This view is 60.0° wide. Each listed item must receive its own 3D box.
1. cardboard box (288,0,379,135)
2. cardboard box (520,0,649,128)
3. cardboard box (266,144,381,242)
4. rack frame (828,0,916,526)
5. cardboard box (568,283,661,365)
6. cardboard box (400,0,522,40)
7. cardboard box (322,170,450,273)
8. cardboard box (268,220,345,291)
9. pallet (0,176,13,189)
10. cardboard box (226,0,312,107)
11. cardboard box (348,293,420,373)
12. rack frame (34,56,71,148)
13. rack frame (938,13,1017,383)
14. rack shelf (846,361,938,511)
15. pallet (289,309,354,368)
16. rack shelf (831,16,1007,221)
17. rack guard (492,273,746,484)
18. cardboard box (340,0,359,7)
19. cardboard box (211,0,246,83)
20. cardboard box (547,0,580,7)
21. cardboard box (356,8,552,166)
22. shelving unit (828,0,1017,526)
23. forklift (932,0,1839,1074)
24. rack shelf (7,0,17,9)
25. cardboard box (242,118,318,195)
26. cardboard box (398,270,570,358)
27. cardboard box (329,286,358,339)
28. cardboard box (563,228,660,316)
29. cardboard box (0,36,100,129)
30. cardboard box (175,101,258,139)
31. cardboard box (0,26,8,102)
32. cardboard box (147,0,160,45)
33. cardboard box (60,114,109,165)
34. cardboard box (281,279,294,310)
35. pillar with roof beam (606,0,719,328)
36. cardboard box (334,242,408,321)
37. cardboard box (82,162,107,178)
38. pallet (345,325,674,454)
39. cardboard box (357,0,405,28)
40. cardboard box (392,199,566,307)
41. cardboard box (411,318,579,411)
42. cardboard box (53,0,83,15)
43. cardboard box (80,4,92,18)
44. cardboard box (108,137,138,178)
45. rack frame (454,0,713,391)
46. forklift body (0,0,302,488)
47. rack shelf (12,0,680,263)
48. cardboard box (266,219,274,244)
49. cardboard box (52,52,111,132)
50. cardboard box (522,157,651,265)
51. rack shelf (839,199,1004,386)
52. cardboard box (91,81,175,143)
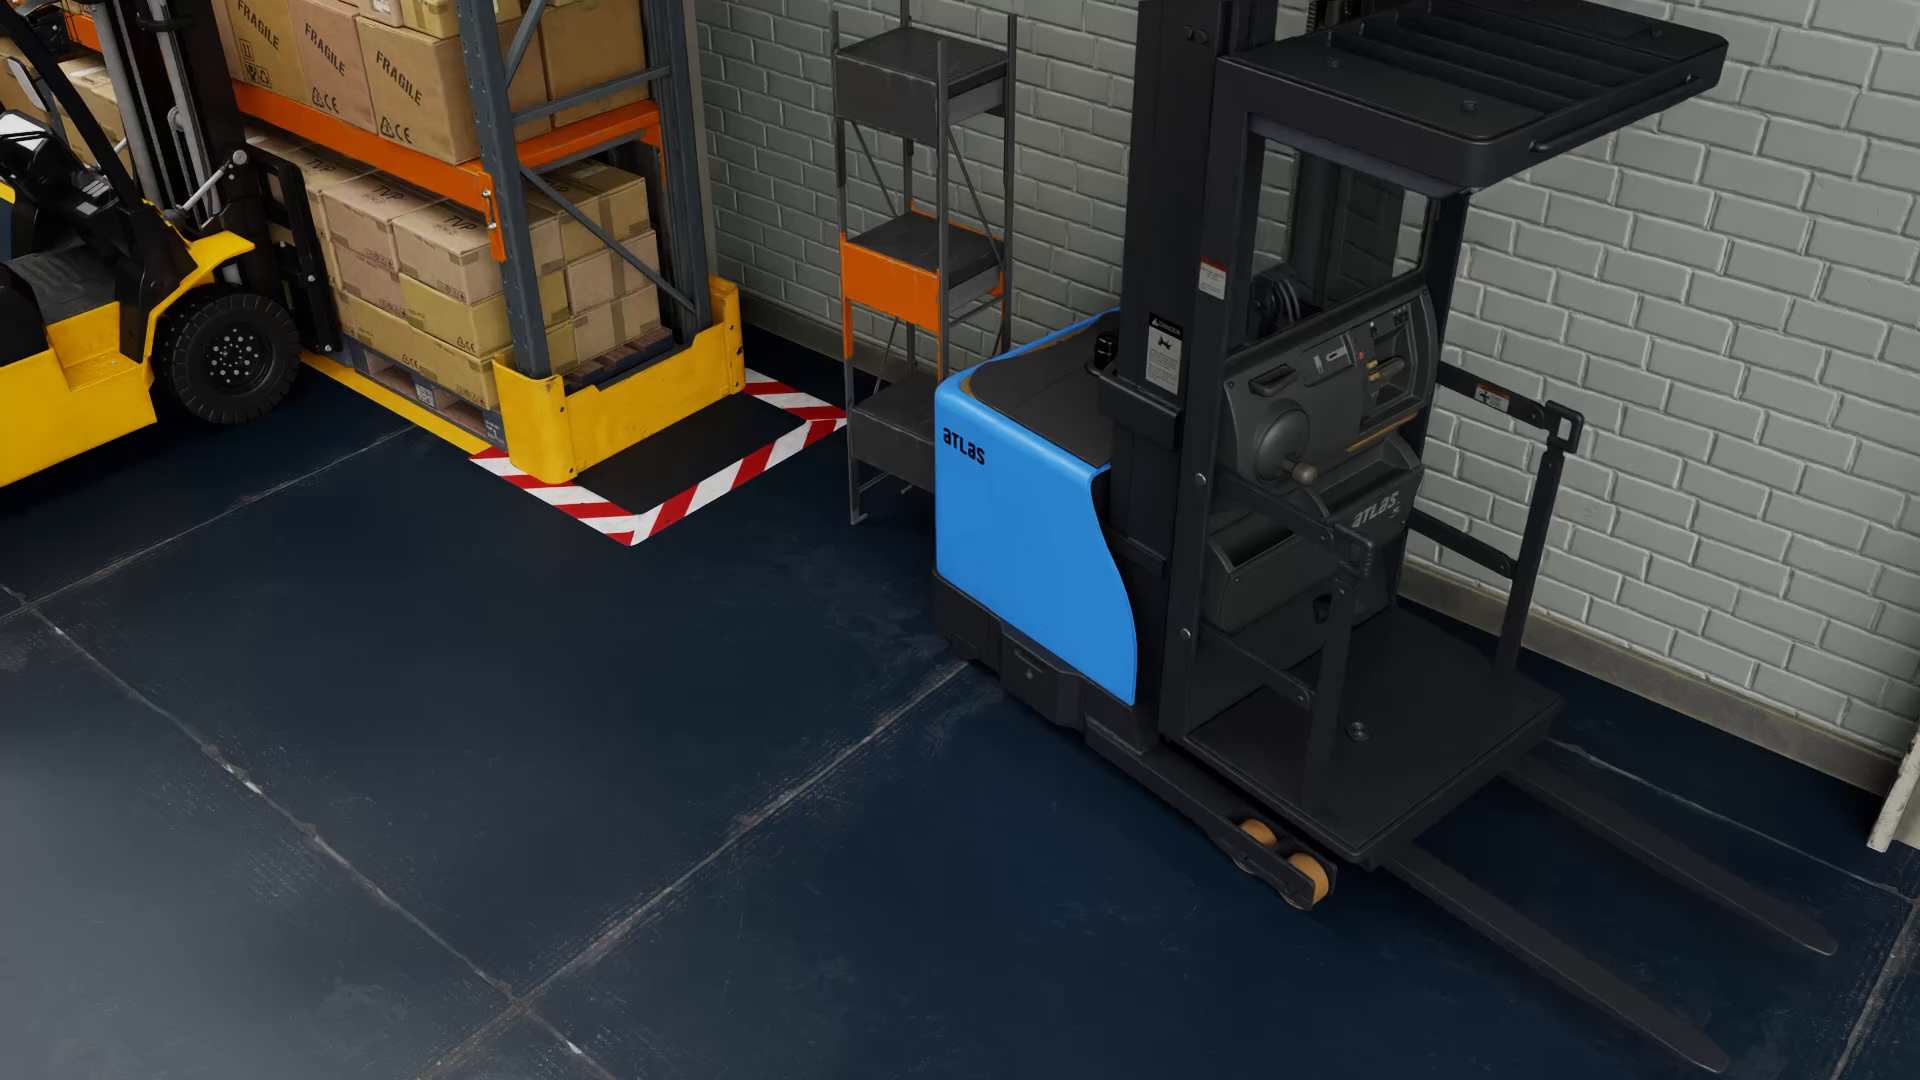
[{"bbox_3d":[-2.442,-2.081,7.042,0.500,0.500,0.500,27,43,33],"label":"cardboard box"},{"bbox_3d":[-1.706,-2.125,7.106,0.500,0.500,0.500,27,43,33],"label":"cardboard box"},{"bbox_3d":[-2.846,-1.627,7.644,0.500,0.250,0.500,26,42,32],"label":"cardboard box"},{"bbox_3d":[-0.315,-1.014,6.372,0.015,2.100,0.400,25,42,32],"label":"rack frame"},{"bbox_3d":[-1.755,-1.086,7.740,0.500,0.250,0.500,25,42,32],"label":"cardboard box"},{"bbox_3d":[-1.948,-2.096,6.491,0.250,0.149,0.380,26,42,32],"label":"cardboard box"},{"bbox_3d":[-2.452,-1.449,7.385,0.500,0.250,0.500,26,42,33],"label":"cardboard box"},{"bbox_3d":[-2.865,-1.434,7.804,0.500,0.250,0.500,24,41,31],"label":"cardboard box"},{"bbox_3d":[-5.168,-2.333,9.960,1.213,0.211,1.003,25,42,32],"label":"pallet"},{"bbox_3d":[-2.836,-2.266,7.312,0.500,0.500,0.500,24,41,31],"label":"cardboard box"},{"bbox_3d":[-2.442,-1.040,7.673,0.500,0.250,0.500,25,42,32],"label":"cardboard box"},{"bbox_3d":[-4.577,-3.232,8.807,0.127,3.000,1.000,25,42,32],"label":"rack frame"},{"bbox_3d":[0.060,-0.837,6.114,0.015,2.100,0.400,25,42,32],"label":"rack frame"},{"bbox_3d":[-0.127,-0.337,6.647,0.480,0.518,0.431,25,42,32],"label":"rack shelf"},{"bbox_3d":[-3.050,-1.335,8.507,1.213,0.211,1.003,25,42,32],"label":"pallet"},{"bbox_3d":[-0.127,-1.491,5.854,0.480,0.518,0.431,25,42,32],"label":"rack shelf"},{"bbox_3d":[-1.484,-0.744,7.392,0.348,0.500,1.175,25,42,32],"label":"rack guard"},{"bbox_3d":[-2.324,-2.296,6.782,0.250,0.149,0.380,26,42,33],"label":"cardboard box"},{"bbox_3d":[-3.229,-2.443,7.570,0.500,0.500,0.500,26,42,32],"label":"cardboard box"},{"bbox_3d":[-1.597,-2.328,6.829,0.250,0.149,0.380,24,41,31],"label":"cardboard box"},{"bbox_3d":[-2.049,-1.889,6.762,0.500,0.500,0.500,24,41,31],"label":"cardboard box"},{"bbox_3d":[-0.127,-0.925,6.243,0.503,2.100,0.431,25,42,32],"label":"shelving unit"},{"bbox_3d":[1.240,-0.405,4.751,1.130,2.935,3.031,-26,42,-33],"label":"forklift"},{"bbox_3d":[-6.114,-3.660,10.065,4.000,0.370,1.077,25,42,32],"label":"rack shelf"},{"bbox_3d":[-3.231,-1.814,7.916,0.500,0.250,0.500,24,41,31],"label":"cardboard box"},{"bbox_3d":[-2.077,-1.069,7.274,0.500,0.250,0.500,25,41,31],"label":"cardboard box"},{"bbox_3d":[-2.821,-1.225,7.942,0.500,0.250,0.500,26,42,32],"label":"cardboard box"},{"bbox_3d":[-1.731,-1.290,7.595,0.500,0.250,0.500,26,42,33],"label":"cardboard box"},{"bbox_3d":[-4.985,-2.611,9.628,0.625,0.625,0.875,27,43,34],"label":"cardboard box"},{"bbox_3d":[-3.629,-2.008,8.198,0.500,0.250,0.500,27,43,33],"label":"cardboard box"},{"bbox_3d":[-5.576,-2.895,10.043,0.625,0.625,0.875,25,42,31],"label":"cardboard box"},{"bbox_3d":[-3.602,-2.635,7.849,0.500,0.500,0.500,25,42,31],"label":"cardboard box"},{"bbox_3d":[-4.402,-2.169,8.874,0.500,0.250,0.500,25,42,32],"label":"cardboard box"},{"bbox_3d":[-3.234,-1.404,8.202,0.500,0.250,0.500,27,43,33],"label":"cardboard box"},{"bbox_3d":[-4.215,-3.028,3.210,0.400,9.000,9.100,25,42,32],"label":"pillar with roof beam"},{"bbox_3d":[-2.455,-1.256,7.545,0.500,0.250,0.500,25,42,31],"label":"cardboard box"},{"bbox_3d":[-4.417,-1.953,9.002,0.500,0.250,0.500,26,42,32],"label":"cardboard box"},{"bbox_3d":[-2.117,-0.893,7.863,1.213,0.211,1.003,25,42,32],"label":"pallet"},{"bbox_3d":[-2.164,-2.175,6.607,0.250,0.149,0.380,26,42,33],"label":"cardboard box"},{"bbox_3d":[-2.056,-1.266,7.119,0.500,0.250,0.500,27,43,33],"label":"cardboard box"},{"bbox_3d":[-2.066,-0.856,7.404,0.500,0.250,0.500,26,42,32],"label":"cardboard box"},{"bbox_3d":[-4.403,-2.999,8.379,0.500,0.500,0.500,24,41,31],"label":"cardboard box"},{"bbox_3d":[-3.992,-2.818,8.115,0.500,0.500,0.500,26,42,33],"label":"cardboard box"},{"bbox_3d":[-4.014,-1.987,8.610,0.500,0.250,0.500,25,42,32],"label":"cardboard box"},{"bbox_3d":[-1.503,-1.783,6.697,0.127,3.000,1.000,25,42,32],"label":"rack frame"},{"bbox_3d":[-4.127,-1.327,6.782,1.214,2.155,2.313,25,42,32],"label":"forklift body"},{"bbox_3d":[-3.040,-2.211,7.956,4.000,0.370,1.077,25,42,32],"label":"rack shelf"},{"bbox_3d":[-3.248,-1.616,8.070,0.500,0.250,0.500,25,42,32],"label":"cardboard box"},{"bbox_3d":[-4.406,-2.372,8.729,0.500,0.250,0.500,25,41,31],"label":"cardboard box"},{"bbox_3d":[-1.751,-1.492,7.447,0.500,0.250,0.500,25,41,31],"label":"cardboard box"},{"bbox_3d":[-0.127,-0.914,6.251,0.480,0.518,0.431,25,42,32],"label":"rack shelf"},{"bbox_3d":[-4.019,-2.183,8.453,0.500,0.250,0.500,25,42,32],"label":"cardboard box"}]
